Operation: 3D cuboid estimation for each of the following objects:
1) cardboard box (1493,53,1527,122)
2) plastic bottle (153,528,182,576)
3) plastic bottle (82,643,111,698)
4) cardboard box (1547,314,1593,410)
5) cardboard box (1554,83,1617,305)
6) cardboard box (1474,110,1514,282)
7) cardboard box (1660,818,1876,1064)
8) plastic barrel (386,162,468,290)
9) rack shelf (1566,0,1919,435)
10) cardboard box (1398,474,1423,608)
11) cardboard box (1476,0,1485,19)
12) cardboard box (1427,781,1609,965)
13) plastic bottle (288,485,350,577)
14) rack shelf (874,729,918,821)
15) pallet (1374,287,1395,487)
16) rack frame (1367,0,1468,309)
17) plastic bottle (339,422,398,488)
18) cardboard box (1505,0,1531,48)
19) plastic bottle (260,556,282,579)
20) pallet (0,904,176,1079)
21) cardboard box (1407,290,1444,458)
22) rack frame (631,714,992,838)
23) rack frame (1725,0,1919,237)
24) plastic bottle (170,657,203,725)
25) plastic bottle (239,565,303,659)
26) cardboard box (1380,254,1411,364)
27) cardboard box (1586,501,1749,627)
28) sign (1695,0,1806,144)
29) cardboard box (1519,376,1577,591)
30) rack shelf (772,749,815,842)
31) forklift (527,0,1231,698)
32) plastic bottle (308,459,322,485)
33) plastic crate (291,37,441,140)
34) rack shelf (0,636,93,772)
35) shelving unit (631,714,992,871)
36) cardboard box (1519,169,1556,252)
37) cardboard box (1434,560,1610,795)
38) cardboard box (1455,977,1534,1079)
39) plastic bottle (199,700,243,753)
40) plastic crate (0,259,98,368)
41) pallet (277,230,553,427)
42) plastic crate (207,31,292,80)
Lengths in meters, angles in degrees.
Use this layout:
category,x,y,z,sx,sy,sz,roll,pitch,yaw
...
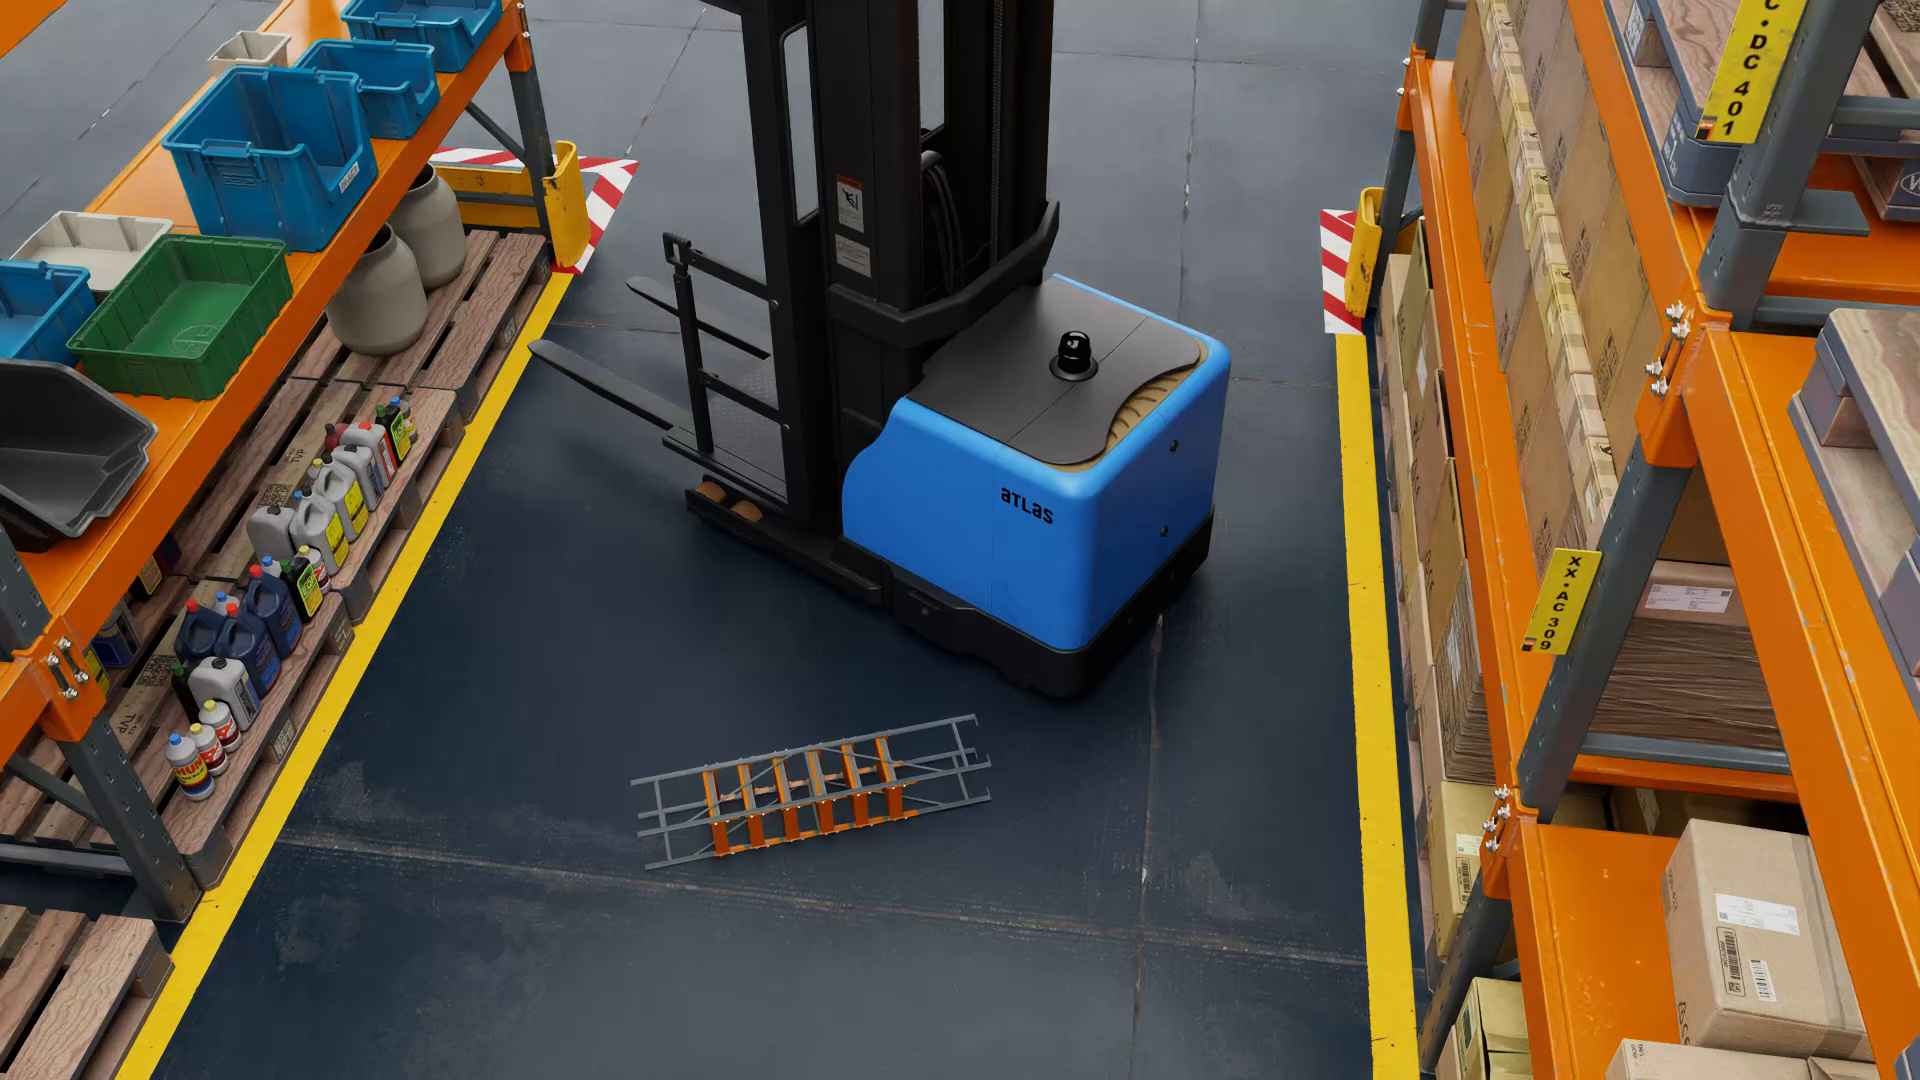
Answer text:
category,x,y,z,sx,sy,sz,roll,pitch,yaw
cardboard box,2.026,-1.513,5.622,0.380,0.149,0.250,4,44,4
plastic bottle,-3.013,-0.010,6.234,0.061,0.283,0.133,5,44,6
plastic bottle,-3.070,0.431,5.720,0.144,0.351,0.185,5,44,6
cardboard box,1.822,-0.469,4.519,0.380,0.149,0.250,5,44,5
cardboard box,2.082,-0.963,4.569,0.700,0.500,0.500,5,44,5
cardboard box,2.216,-1.216,5.779,0.700,0.500,0.500,6,44,6
cardboard box,1.876,0.928,3.698,0.500,0.250,0.500,8,44,8
plastic barrel,-2.494,-1.439,7.592,0.421,0.512,0.421,0,43,0
rack shelf,2.162,-1.657,4.660,1.077,0.370,4.000,5,44,6
cardboard box,1.935,0.021,6.241,0.500,0.250,0.500,5,44,6
cardboard box,2.129,-2.036,6.174,0.380,0.149,0.250,4,44,4
cardboard box,1.742,1.044,5.161,0.500,0.250,0.500,5,44,6
plastic bottle,-2.413,-0.048,6.226,0.144,0.351,0.185,5,44,5
rack shelf,-0.225,0.810,5.749,0.103,0.180,0.258,-10,44,-10
pallet,2.367,-0.655,7.288,1.003,0.211,1.213,5,44,6
rack frame,2.426,-2.193,6.884,1.000,3.000,0.127,5,44,6
plastic bottle,-2.352,-0.355,6.605,0.152,0.276,0.135,6,44,6
cardboard box,2.281,-1.988,5.652,0.700,0.500,0.500,4,44,4
plastic bottle,-2.487,0.167,6.056,0.097,0.271,0.097,0,43,0
pallet,-3.077,1.632,4.873,1.003,0.211,1.213,5,44,6
cardboard box,2.017,-0.591,6.341,0.500,0.500,0.500,5,44,6
rack frame,-0.502,0.792,5.638,1.200,0.006,0.240,-10,44,-10
rack frame,1.897,-1.645,1.942,1.000,3.000,0.127,5,44,6
plastic bottle,-2.625,0.498,5.698,0.061,0.283,0.133,5,44,6
plastic bottle,-2.469,0.242,5.920,0.144,0.351,0.185,4,44,4
cardboard box,2.135,-1.001,7.320,0.500,0.250,0.500,5,44,6
cardboard box,1.721,0.057,3.964,0.380,0.149,0.250,5,44,5
sign,1.347,-0.822,2.821,0.100,0.325,0.005,5,44,6
cardboard box,2.013,-0.166,4.671,0.700,0.500,0.500,5,44,5
rack shelf,-0.575,0.872,5.688,0.103,0.180,0.258,-10,44,-10
forklift,-0.499,-1.321,6.013,3.031,2.935,1.130,27,50,26
plastic bottle,-2.496,-0.232,6.529,0.097,0.201,0.097,0,43,0
plastic crate,-2.344,-1.781,6.557,0.499,0.251,0.408,5,44,6
rack shelf,-3.276,1.705,3.291,1.077,0.370,4.000,5,44,6
shelving unit,-0.501,0.859,5.701,1.200,0.189,0.258,-10,44,-10
cardboard box,1.923,-0.990,5.069,0.380,0.149,0.250,7,44,7
cardboard box,1.820,0.432,5.262,0.500,0.500,0.500,5,44,6
cardboard box,1.596,1.435,4.339,0.500,0.311,0.500,5,44,6
plastic bottle,-2.508,0.621,5.628,0.097,0.201,0.097,0,43,0
plastic crate,-3.135,-0.644,5.357,0.499,0.251,0.616,5,44,6
pallet,-2.559,-1.024,7.677,1.003,0.211,1.213,5,44,6
plastic crate,-2.920,-1.969,6.840,0.298,0.136,0.250,5,44,6
